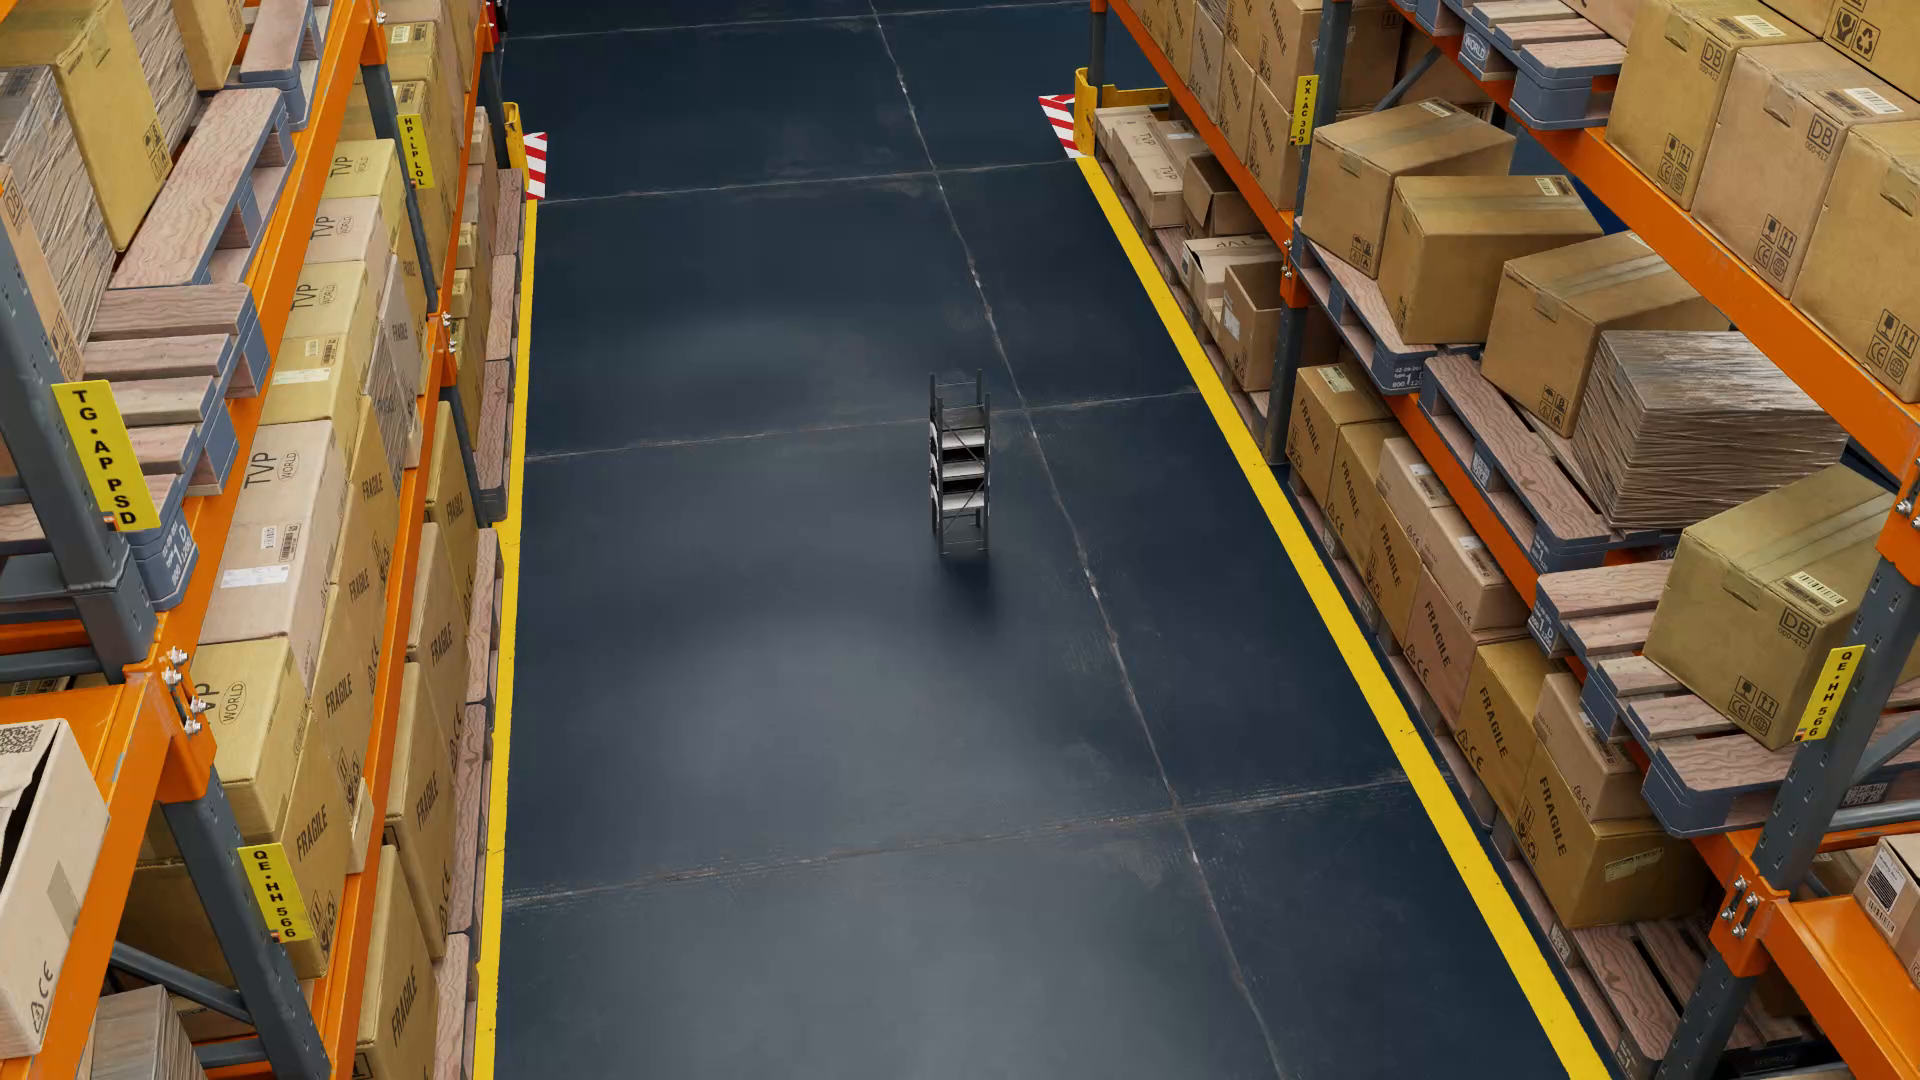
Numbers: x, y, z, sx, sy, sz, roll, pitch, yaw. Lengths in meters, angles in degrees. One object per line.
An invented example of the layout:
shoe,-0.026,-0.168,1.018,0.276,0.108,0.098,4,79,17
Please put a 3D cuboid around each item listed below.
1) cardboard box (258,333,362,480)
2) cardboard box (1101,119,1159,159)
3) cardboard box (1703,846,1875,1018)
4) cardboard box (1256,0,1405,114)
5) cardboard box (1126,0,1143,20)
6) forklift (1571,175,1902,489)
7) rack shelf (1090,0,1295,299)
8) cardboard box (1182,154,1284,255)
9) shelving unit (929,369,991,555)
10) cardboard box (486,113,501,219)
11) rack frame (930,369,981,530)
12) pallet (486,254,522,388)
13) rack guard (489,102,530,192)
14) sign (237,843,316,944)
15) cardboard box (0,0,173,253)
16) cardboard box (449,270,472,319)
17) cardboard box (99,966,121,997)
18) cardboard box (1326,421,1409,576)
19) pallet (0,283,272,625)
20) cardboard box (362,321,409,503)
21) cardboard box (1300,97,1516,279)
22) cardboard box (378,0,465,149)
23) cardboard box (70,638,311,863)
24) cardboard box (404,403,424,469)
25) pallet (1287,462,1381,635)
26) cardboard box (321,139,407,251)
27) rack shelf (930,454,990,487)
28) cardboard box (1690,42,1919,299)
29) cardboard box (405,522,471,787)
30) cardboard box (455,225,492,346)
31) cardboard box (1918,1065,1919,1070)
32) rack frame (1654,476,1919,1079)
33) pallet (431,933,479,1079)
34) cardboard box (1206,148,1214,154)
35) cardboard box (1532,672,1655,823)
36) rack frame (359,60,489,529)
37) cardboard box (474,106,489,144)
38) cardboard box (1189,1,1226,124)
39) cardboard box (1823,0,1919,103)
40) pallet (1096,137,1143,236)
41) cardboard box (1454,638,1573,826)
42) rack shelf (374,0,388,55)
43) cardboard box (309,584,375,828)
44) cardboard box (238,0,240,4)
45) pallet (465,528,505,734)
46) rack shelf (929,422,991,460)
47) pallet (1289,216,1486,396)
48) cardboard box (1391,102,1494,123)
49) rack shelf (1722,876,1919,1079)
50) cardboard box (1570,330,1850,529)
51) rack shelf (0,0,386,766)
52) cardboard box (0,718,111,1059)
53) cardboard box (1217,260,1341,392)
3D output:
cardboard box,-2.198,-0.399,5.268,0.500,0.250,0.500,-7,38,-9
cardboard box,1.163,-2.684,11.110,0.380,0.166,0.250,-6,38,-8
cardboard box,2.988,1.270,5.749,0.500,0.500,0.500,-5,38,-6
cardboard box,1.741,-2.366,7.854,0.500,0.500,0.500,-6,38,-8
cardboard box,1.298,-3.502,10.131,0.500,0.500,0.500,-7,38,-8
forklift,4.566,-2.166,8.549,1.130,2.935,3.031,-9,39,-11
rack shelf,1.734,-2.578,9.609,1.077,0.370,4.000,-6,38,-8
cardboard box,1.751,-1.976,9.925,0.797,0.503,0.637,-6,38,-8
shelving unit,-0.001,-0.360,7.880,0.258,0.900,0.210,-6,38,-8
cardboard box,-3.271,-2.301,10.362,0.700,0.500,0.500,-6,38,-8
rack frame,-0.019,-0.422,7.959,0.240,0.900,0.006,-6,38,-8
pallet,-3.065,-1.224,9.553,1.003,0.211,1.213,-6,38,-8
rack guard,-3.497,-2.562,11.040,1.175,0.500,0.348,-6,38,-8
sign,-1.557,0.807,3.787,0.100,0.325,0.005,-6,38,-8
cardboard box,-2.460,-1.037,4.155,0.700,0.500,0.500,-4,38,-6
cardboard box,-2.702,-1.243,8.471,0.380,0.149,0.250,-5,38,-6
cardboard box,-2.432,0.875,4.238,0.500,0.500,0.500,-6,38,-8
cardboard box,2.034,-0.201,7.643,0.500,0.500,0.500,-6,38,-7
pallet,-2.255,-0.196,3.666,1.213,0.211,1.003,-5,38,-6
cardboard box,-2.283,-0.420,5.906,0.500,0.500,0.500,-6,38,-8
cardboard box,1.948,-1.549,7.275,0.700,0.500,0.500,-19,42,-23
cardboard box,-3.130,-2.446,8.610,0.980,0.700,0.700,-8,39,-10
cardboard box,-1.921,0.517,4.088,0.500,0.250,0.500,-5,38,-7
cardboard box,-2.281,-0.389,6.394,0.380,0.149,0.250,-6,38,-8
pallet,2.265,-0.065,8.062,1.003,0.211,1.213,-6,38,-8
cardboard box,-2.458,-1.325,6.459,0.500,0.250,0.500,-5,38,-7
rack shelf,-0.001,-0.334,7.901,0.258,0.077,0.200,-6,38,-8
cardboard box,2.587,-1.030,4.504,0.910,0.500,0.500,-6,38,-8
cardboard box,-2.391,0.480,6.498,0.750,0.750,0.750,-5,38,-7
cardboard box,-2.994,-1.374,9.169,0.700,0.500,0.500,-5,38,-7
cardboard box,2.752,1.358,4.029,0.500,0.311,0.500,-7,38,-8
rack frame,2.786,0.762,4.724,1.000,3.000,0.127,-6,38,-8
pallet,-2.154,1.914,5.514,1.003,0.211,1.213,-6,38,-8
cardboard box,1.859,-2.279,10.521,0.500,0.250,0.500,-6,38,-8
cardboard box,2.377,0.706,5.864,0.500,0.250,0.500,-5,38,-6
rack frame,-2.791,-1.119,7.145,1.000,3.000,0.127,-6,38,-8
cardboard box,-3.069,-2.500,10.089,0.380,0.149,0.250,-7,38,-8
cardboard box,1.561,-2.589,8.956,0.500,0.500,0.500,-5,38,-7
cardboard box,2.627,-1.429,4.203,0.500,0.500,0.500,-6,38,-8
pallet,1.538,-2.441,11.120,1.003,0.211,1.213,-6,38,-8
cardboard box,2.301,0.723,6.453,0.500,0.500,0.500,-8,38,-10
rack shelf,-3.142,-3.227,8.000,1.077,0.370,4.000,-6,38,-8
cardboard box,-2.006,0.494,4.729,0.500,0.500,0.500,-5,38,-6
cardboard box,-2.745,-1.973,5.360,0.700,0.500,0.500,-8,39,-10
pallet,-2.582,0.440,7.411,1.003,0.211,1.213,-6,38,-8
rack shelf,-0.001,-0.476,7.790,0.258,0.077,0.200,-6,38,-8
pallet,2.118,-1.084,7.256,1.003,0.211,1.213,-6,38,-8
cardboard box,2.264,-2.030,8.237,0.500,0.500,0.500,-5,38,-7
rack shelf,3.137,2.254,3.390,1.077,0.370,4.000,-6,38,-8
cardboard box,2.593,-0.384,5.776,0.700,0.500,0.500,0,38,1
rack shelf,-2.441,-0.811,4.890,1.077,0.370,4.000,-6,38,-8
cardboard box,-1.698,0.546,2.614,0.500,0.311,0.500,-6,38,-8
cardboard box,1.706,-1.154,8.869,0.500,0.500,0.500,-6,38,-8
